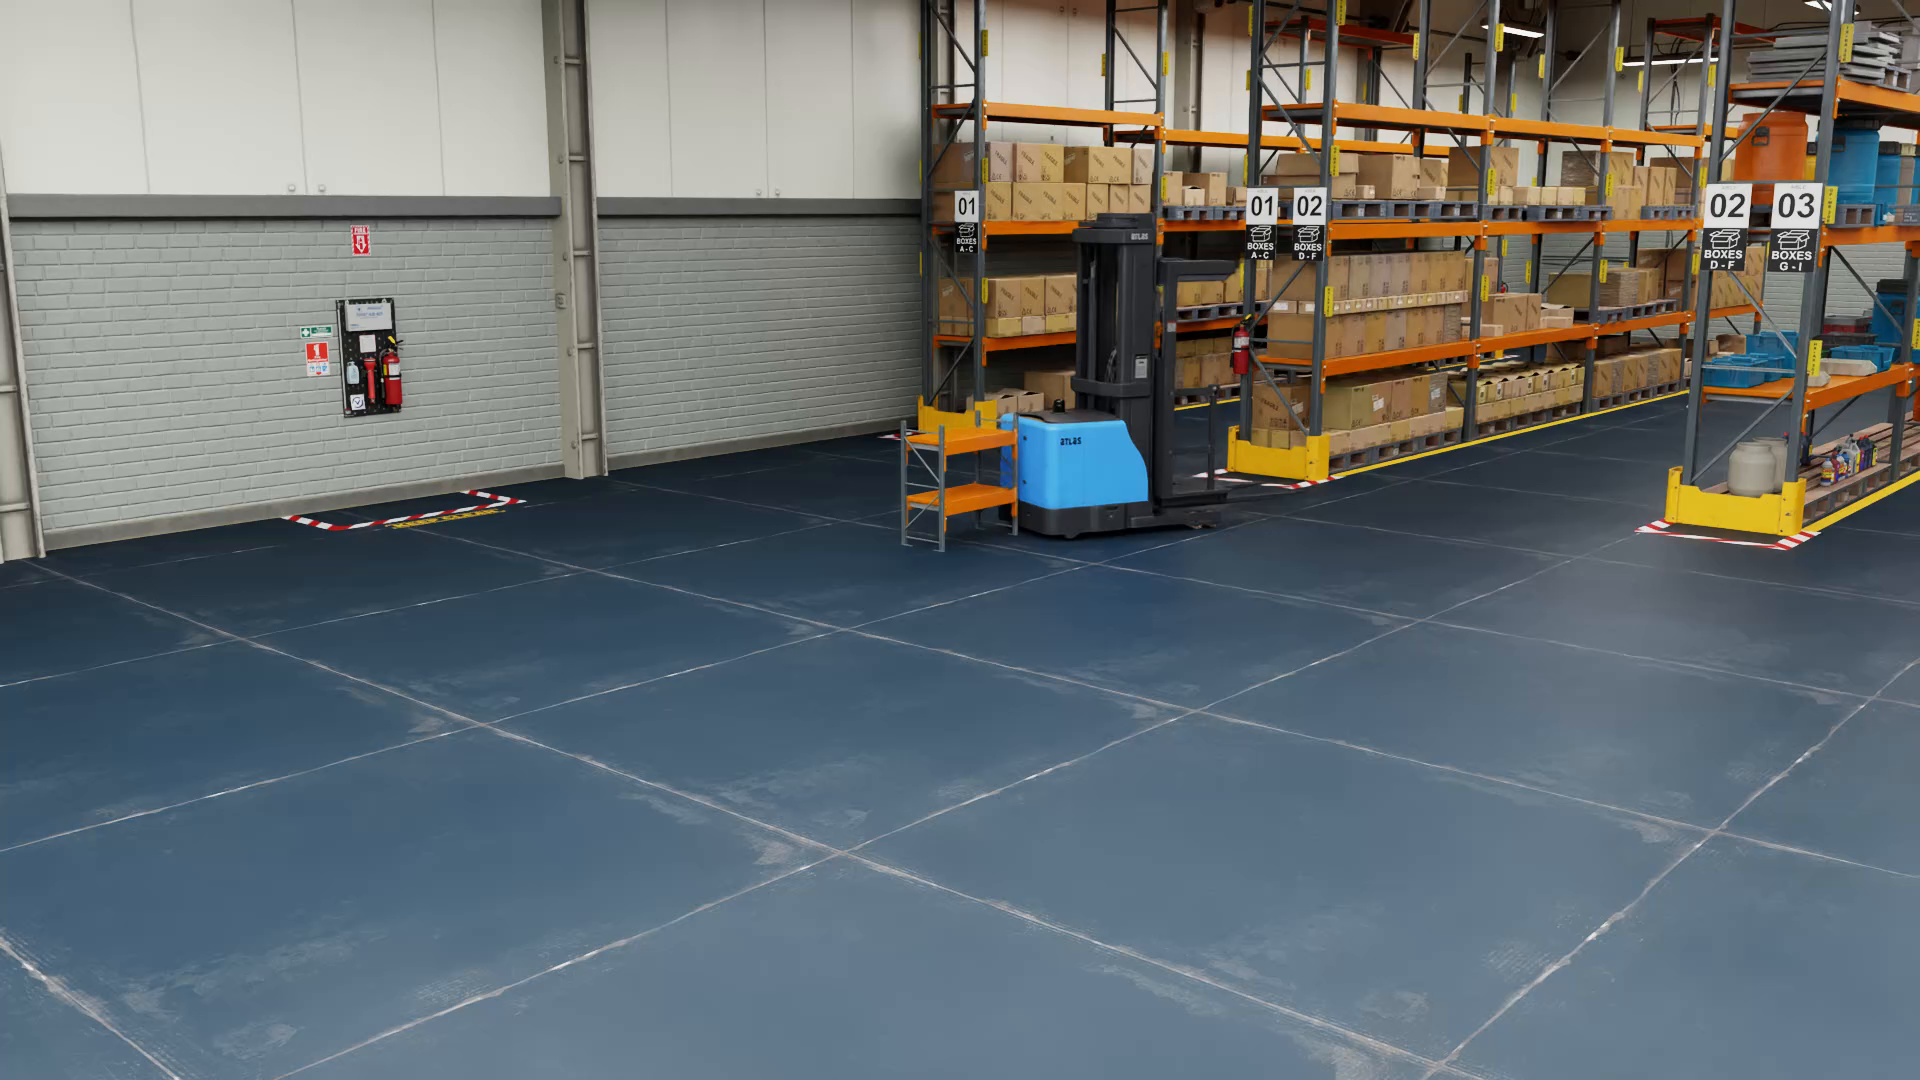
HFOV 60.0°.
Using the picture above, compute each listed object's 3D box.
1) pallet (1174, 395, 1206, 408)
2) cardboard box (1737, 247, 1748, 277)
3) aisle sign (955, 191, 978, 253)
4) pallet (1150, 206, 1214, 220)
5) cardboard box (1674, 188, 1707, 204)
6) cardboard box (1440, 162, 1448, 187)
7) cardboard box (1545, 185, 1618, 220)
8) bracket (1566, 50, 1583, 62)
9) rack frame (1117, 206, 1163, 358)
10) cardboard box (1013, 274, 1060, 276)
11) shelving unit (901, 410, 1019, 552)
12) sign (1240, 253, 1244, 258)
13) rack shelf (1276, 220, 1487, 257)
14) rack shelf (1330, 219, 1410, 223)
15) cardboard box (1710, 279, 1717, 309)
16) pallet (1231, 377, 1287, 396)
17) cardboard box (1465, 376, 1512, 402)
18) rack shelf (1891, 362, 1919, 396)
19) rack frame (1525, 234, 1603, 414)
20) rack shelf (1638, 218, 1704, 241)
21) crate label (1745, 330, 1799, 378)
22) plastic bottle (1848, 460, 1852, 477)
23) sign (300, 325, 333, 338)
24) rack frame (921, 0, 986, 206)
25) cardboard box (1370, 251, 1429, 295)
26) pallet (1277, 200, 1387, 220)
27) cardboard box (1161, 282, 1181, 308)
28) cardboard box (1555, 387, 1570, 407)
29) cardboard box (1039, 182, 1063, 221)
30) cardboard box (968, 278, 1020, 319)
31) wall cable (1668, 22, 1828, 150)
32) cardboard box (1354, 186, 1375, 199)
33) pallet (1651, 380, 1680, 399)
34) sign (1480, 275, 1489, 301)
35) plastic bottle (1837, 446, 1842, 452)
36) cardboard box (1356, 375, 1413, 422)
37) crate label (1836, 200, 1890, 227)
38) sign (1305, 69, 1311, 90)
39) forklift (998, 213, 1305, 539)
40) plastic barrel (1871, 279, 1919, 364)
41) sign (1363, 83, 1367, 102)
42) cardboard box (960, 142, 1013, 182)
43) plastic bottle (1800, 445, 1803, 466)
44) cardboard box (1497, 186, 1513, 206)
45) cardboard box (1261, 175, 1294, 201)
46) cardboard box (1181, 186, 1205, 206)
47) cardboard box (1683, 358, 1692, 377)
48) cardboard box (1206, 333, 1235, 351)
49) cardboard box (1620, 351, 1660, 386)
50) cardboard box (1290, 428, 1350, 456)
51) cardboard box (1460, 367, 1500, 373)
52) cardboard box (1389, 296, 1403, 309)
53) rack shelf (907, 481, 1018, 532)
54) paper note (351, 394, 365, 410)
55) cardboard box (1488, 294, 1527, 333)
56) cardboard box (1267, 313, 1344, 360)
[{"bbox_3d":[3.061,-2.202,25.696,1.003,0.211,1.213,10,15,40],"label":"pallet"},{"bbox_3d":[13.434,-4.867,29.113,0.500,0.500,0.500,10,15,42],"label":"cardboard box"},{"bbox_3d":[0.086,-4.091,21.400,0.394,0.787,0.004,10,15,40],"label":"aisle sign"},{"bbox_3d":[3.036,-4.910,24.959,1.213,0.211,1.003,10,15,40],"label":"pallet"},{"bbox_3d":[12.060,-5.674,27.407,0.500,0.250,0.500,10,15,40],"label":"cardboard box"},{"bbox_3d":[8.845,-6.797,31.064,0.500,0.500,0.500,9,15,39],"label":"cardboard box"},{"bbox_3d":[9.175,-4.992,24.631,0.910,0.500,0.500,10,15,40],"label":"cardboard box"},{"bbox_3d":[13.707,-10.800,37.118,0.235,0.232,0.430,10,15,40],"label":"bracket"},{"bbox_3d":[2.548,-3.455,24.849,1.000,3.000,0.127,10,15,40],"label":"rack frame"},{"bbox_3d":[1.070,-3.490,23.445,0.500,0.500,0.500,10,15,41],"label":"cardboard box"},{"bbox_3d":[0.004,-0.553,15.106,0.538,1.125,1.048,10,15,40],"label":"shelving unit"},{"bbox_3d":[4.770,-4.682,28.039,0.100,0.325,0.005,10,15,40],"label":"sign"},{"bbox_3d":[4.952,-3.639,19.948,1.077,0.370,4.000,10,15,40],"label":"rack shelf"},{"bbox_3d":[6.509,-5.455,29.045,1.077,0.370,4.000,10,15,40],"label":"rack shelf"},{"bbox_3d":[12.430,-4.156,28.106,0.500,0.500,0.500,10,15,41],"label":"cardboard box"},{"bbox_3d":[4.672,-2.561,27.494,1.003,0.211,1.213,10,15,40],"label":"pallet"},{"bbox_3d":[7.066,-2.049,22.327,0.500,0.311,0.500,10,15,40],"label":"cardboard box"},{"bbox_3d":[11.310,-2.115,19.979,1.077,0.370,4.000,10,15,40],"label":"rack shelf"},{"bbox_3d":[8.912,-3.403,24.591,1.000,3.000,0.127,10,15,40],"label":"rack frame"},{"bbox_3d":[12.873,-5.404,28.788,1.077,0.370,4.000,10,15,40],"label":"rack shelf"},{"bbox_3d":[8.362,-1.908,17.016,0.502,0.435,0.616,10,15,40],"label":"crate label"},{"bbox_3d":[9.274,-0.765,17.404,0.097,0.201,0.097,0,11,0],"label":"plastic bottle"},{"bbox_3d":[-6.333,-2.048,16.364,0.001,0.109,0.331,10,15,40],"label":"sign"},{"bbox_3d":[-0.092,-5.808,21.315,1.000,3.000,0.127,10,15,40],"label":"rack frame"},{"bbox_3d":[5.320,-3.286,20.435,0.700,0.500,0.500,10,15,40],"label":"cardboard box"},{"bbox_3d":[4.118,-3.754,18.917,1.003,0.211,1.213,10,15,40],"label":"pallet"},{"bbox_3d":[2.910,-3.790,25.149,0.700,0.500,0.500,10,15,41],"label":"cardboard box"},{"bbox_3d":[8.411,-2.075,23.892,0.500,0.250,0.500,10,15,40],"label":"cardboard box"},{"bbox_3d":[1.038,-4.564,22.439,0.500,0.500,0.500,11,16,43],"label":"cardboard box"},{"bbox_3d":[0.449,-3.201,21.999,0.500,0.500,0.500,10,15,40],"label":"cardboard box"},{"bbox_3d":[16.504,-9.552,35.094,3.097,2.526,0.112,10,15,40],"label":"wall cable"},{"bbox_3d":[4.541,-3.999,19.127,0.380,0.149,0.250,10,15,40],"label":"cardboard box"},{"bbox_3d":[11.044,-2.500,27.187,1.003,0.211,1.213,10,15,40],"label":"pallet"},{"bbox_3d":[6.690,-3.206,21.194,0.100,0.325,0.005,10,15,40],"label":"sign"},{"bbox_3d":[9.348,-0.859,17.666,0.061,0.283,0.133,10,15,40],"label":"plastic bottle"},{"bbox_3d":[5.145,-1.722,20.207,0.500,0.500,0.500,10,15,40],"label":"cardboard box"},{"bbox_3d":[8.834,-3.216,16.375,0.502,0.251,0.408,10,15,40],"label":"crate label"},{"bbox_3d":[5.603,-7.413,26.764,0.100,0.325,0.005,10,15,40],"label":"sign"},{"bbox_3d":[1.920,-1.626,15.868,3.031,2.935,1.130,-6,13,-26],"label":"forklift"},{"bbox_3d":[10.473,-2.437,18.475,0.600,0.901,0.708,10,15,40],"label":"plastic barrel"},{"bbox_3d":[7.429,-8.185,30.424,0.100,0.325,0.005,10,15,40],"label":"sign"},{"bbox_3d":[0.345,-4.911,21.625,0.500,0.500,0.500,8,14,36],"label":"cardboard box"},{"bbox_3d":[9.141,-0.949,18.149,0.097,0.271,0.097,0,11,0],"label":"plastic bottle"},{"bbox_3d":[7.046,-4.589,22.179,0.500,0.250,0.500,8,14,35],"label":"cardboard box"},{"bbox_3d":[5.460,-5.856,27.836,0.700,0.500,0.500,8,14,36],"label":"cardboard box"},{"bbox_3d":[3.376,-5.248,25.327,0.500,0.311,0.500,10,15,42],"label":"cardboard box"},{"bbox_3d":[11.992,-2.923,27.927,0.500,0.311,0.500,10,15,40],"label":"cardboard box"},{"bbox_3d":[4.329,-3.212,26.980,0.500,0.250,0.500,10,15,41],"label":"cardboard box"},{"bbox_3d":[10.778,-2.727,26.463,0.500,0.500,0.500,10,15,41],"label":"cardboard box"},{"bbox_3d":[4.153,-1.134,19.177,0.500,0.250,0.500,10,15,40],"label":"cardboard box"},{"bbox_3d":[7.328,-2.268,23.423,0.500,0.311,0.500,10,15,40],"label":"cardboard box"},{"bbox_3d":[5.068,-2.849,19.906,0.380,0.149,0.250,10,15,41],"label":"cardboard box"},{"bbox_3d":[0.004,-0.313,15.154,0.538,0.278,1.000,10,15,40],"label":"rack shelf"},{"bbox_3d":[-6.069,-1.390,16.763,0.016,0.148,0.142,10,15,40],"label":"paper note"},{"bbox_3d":[7.470,-3.126,22.947,0.500,0.500,0.500,10,15,40],"label":"cardboard box"},{"bbox_3d":[3.949,-2.342,19.024,0.700,0.500,0.500,10,15,40],"label":"cardboard box"}]
